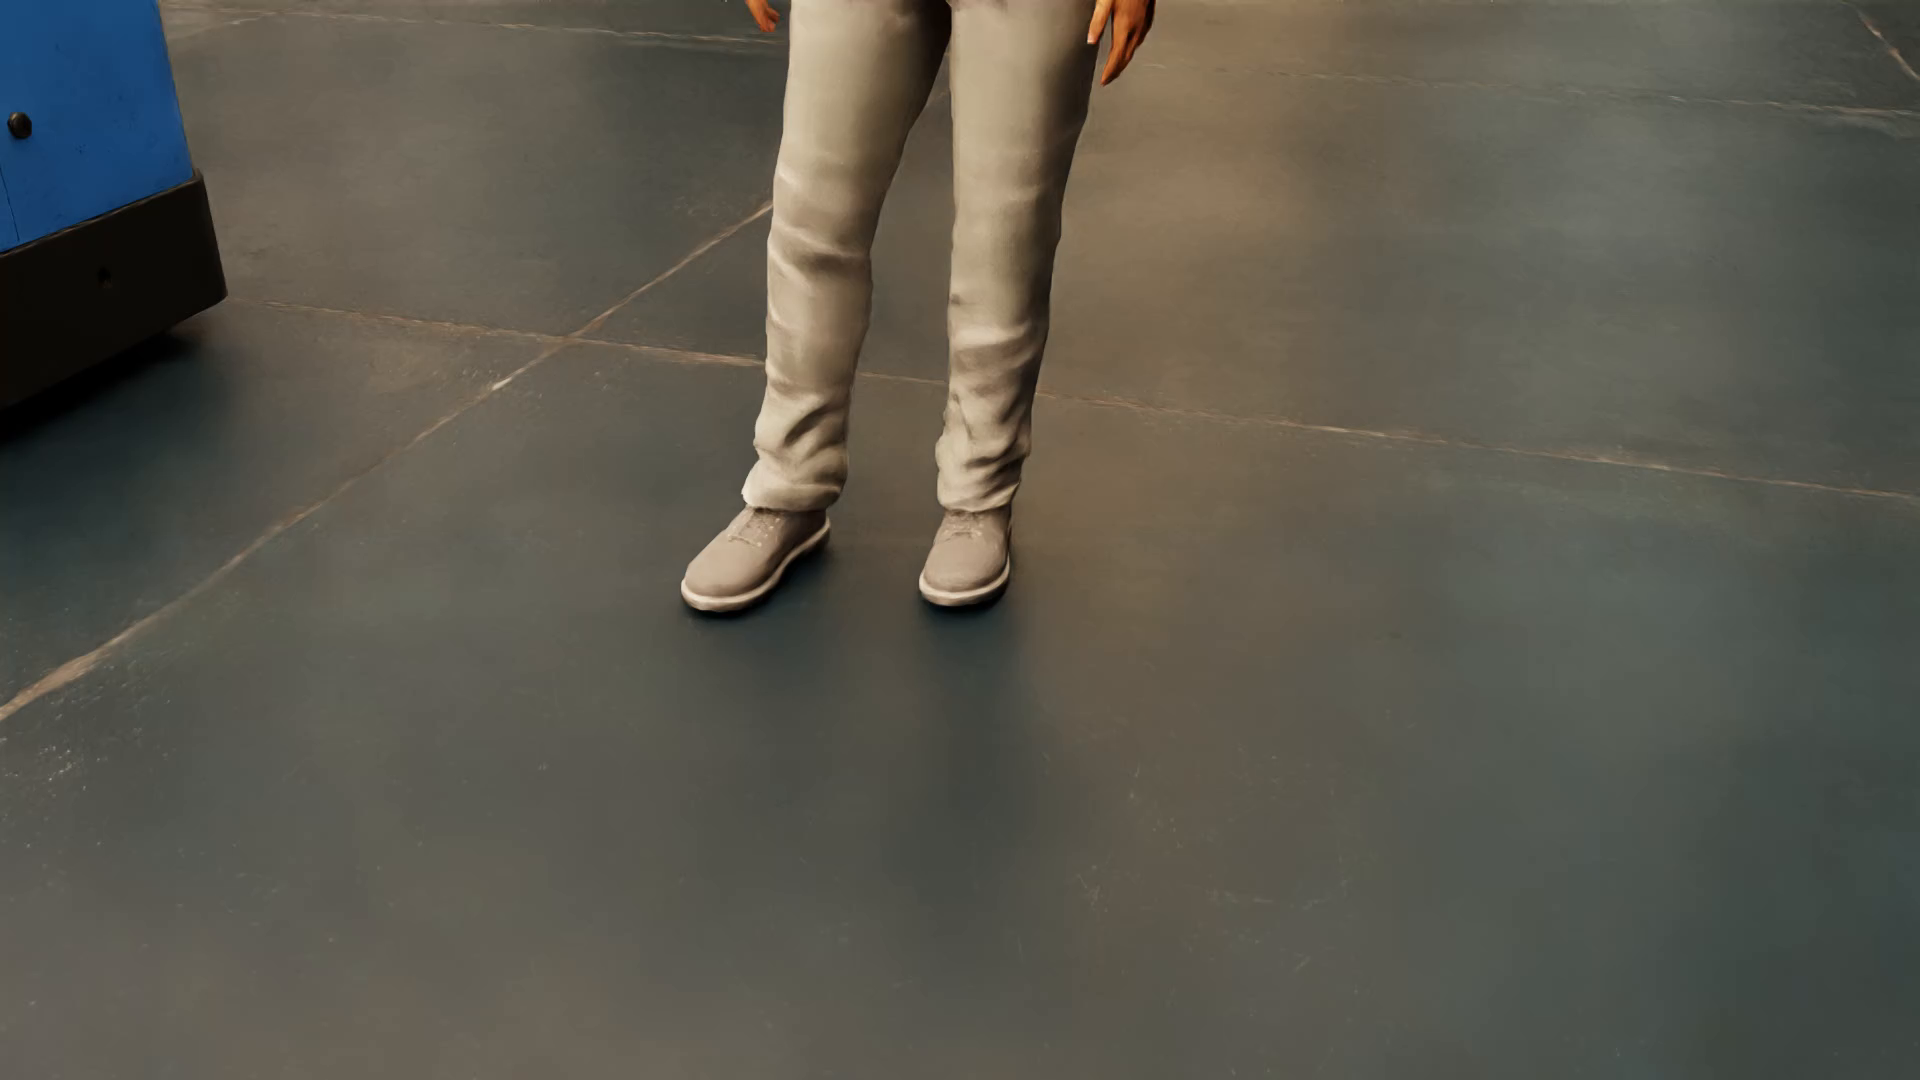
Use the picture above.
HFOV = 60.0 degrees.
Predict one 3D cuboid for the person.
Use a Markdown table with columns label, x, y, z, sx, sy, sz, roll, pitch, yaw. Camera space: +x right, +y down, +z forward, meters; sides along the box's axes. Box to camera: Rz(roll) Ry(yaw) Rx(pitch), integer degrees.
| label | x | y | z | sx | sy | sz | roll | pitch | yaw |
| --- | --- | --- | --- | --- | --- | --- | --- | --- | --- |
| person | -0.045 | -0.719 | 2.059 | 0.598 | 1.669 | 0.529 | 8 | 28 | 16 |

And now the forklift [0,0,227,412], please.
| label | x | y | z | sx | sy | sz | roll | pitch | yaw |
| --- | --- | --- | --- | --- | --- | --- | --- | --- | --- |
| forklift | -3.020 | -1.691 | 2.589 | 3.031 | 2.935 | 1.130 | 7 | 28 | 13 |
